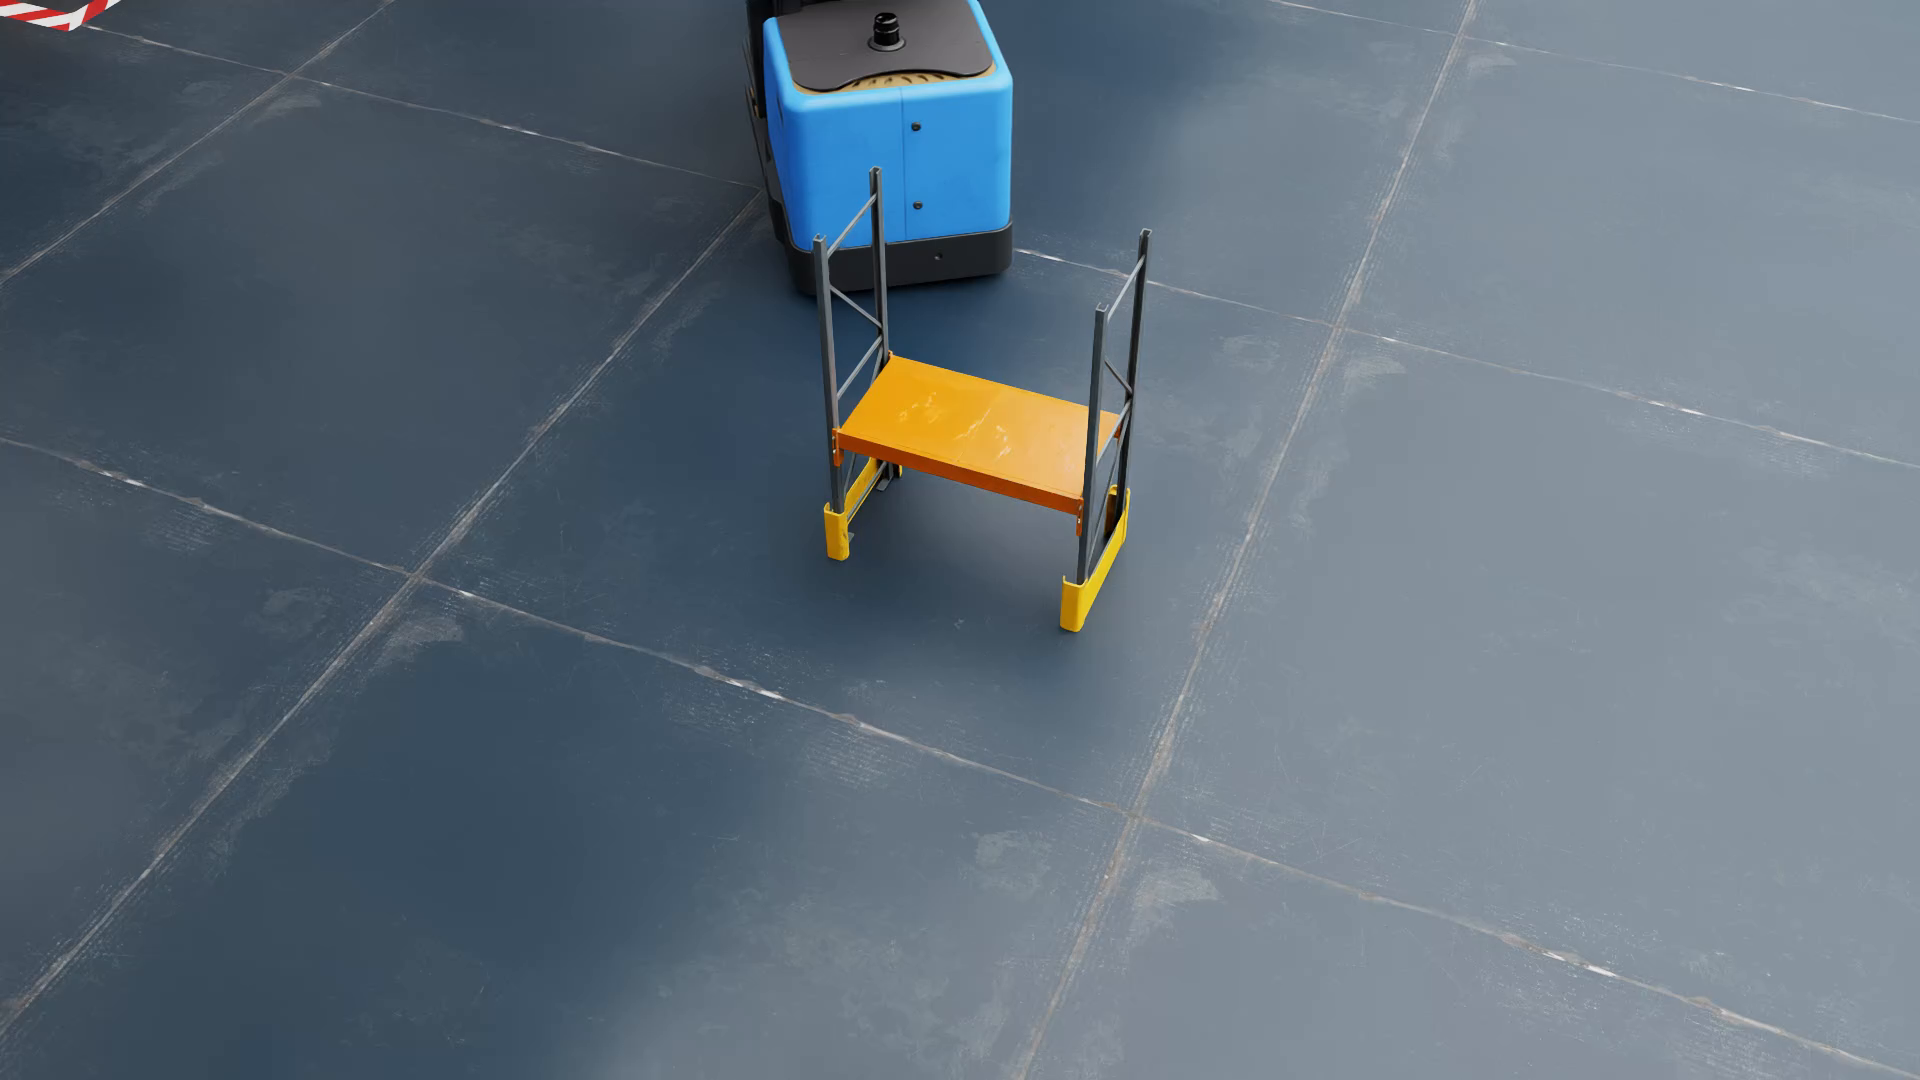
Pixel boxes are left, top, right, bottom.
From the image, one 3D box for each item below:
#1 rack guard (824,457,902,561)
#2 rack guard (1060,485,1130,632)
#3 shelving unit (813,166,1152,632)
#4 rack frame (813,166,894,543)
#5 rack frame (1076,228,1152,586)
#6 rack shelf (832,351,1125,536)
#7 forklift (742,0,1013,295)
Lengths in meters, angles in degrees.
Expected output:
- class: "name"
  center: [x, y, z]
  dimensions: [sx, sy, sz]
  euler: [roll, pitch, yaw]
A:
- class: "rack guard"
  center: [-0.389, -0.203, 6.777]
  dimensions: [0.087, 0.250, 0.587]
  euler: [16, 47, 16]
- class: "rack guard"
  center: [0.530, 0.067, 6.505]
  dimensions: [0.087, 0.250, 0.587]
  euler: [16, 47, 16]
- class: "shelving unit"
  center: [0.070, -0.511, 6.200]
  dimensions: [1.083, 1.500, 0.587]
  euler: [16, 47, 16]
- class: "rack frame"
  center: [-0.390, -0.647, 6.336]
  dimensions: [0.032, 1.500, 0.500]
  euler: [16, 47, 16]
- class: "rack frame"
  center: [0.548, -0.370, 6.059]
  dimensions: [0.032, 1.500, 0.500]
  euler: [16, 47, 16]
- class: "rack shelf"
  center: [0.079, -0.381, 6.325]
  dimensions: [1.000, 0.185, 0.538]
  euler: [16, 47, 16]
- class: "forklift"
  center: [-0.551, -3.242, 7.931]
  dimensions: [1.130, 2.935, 3.031]
  euler: [-8, 45, -8]
